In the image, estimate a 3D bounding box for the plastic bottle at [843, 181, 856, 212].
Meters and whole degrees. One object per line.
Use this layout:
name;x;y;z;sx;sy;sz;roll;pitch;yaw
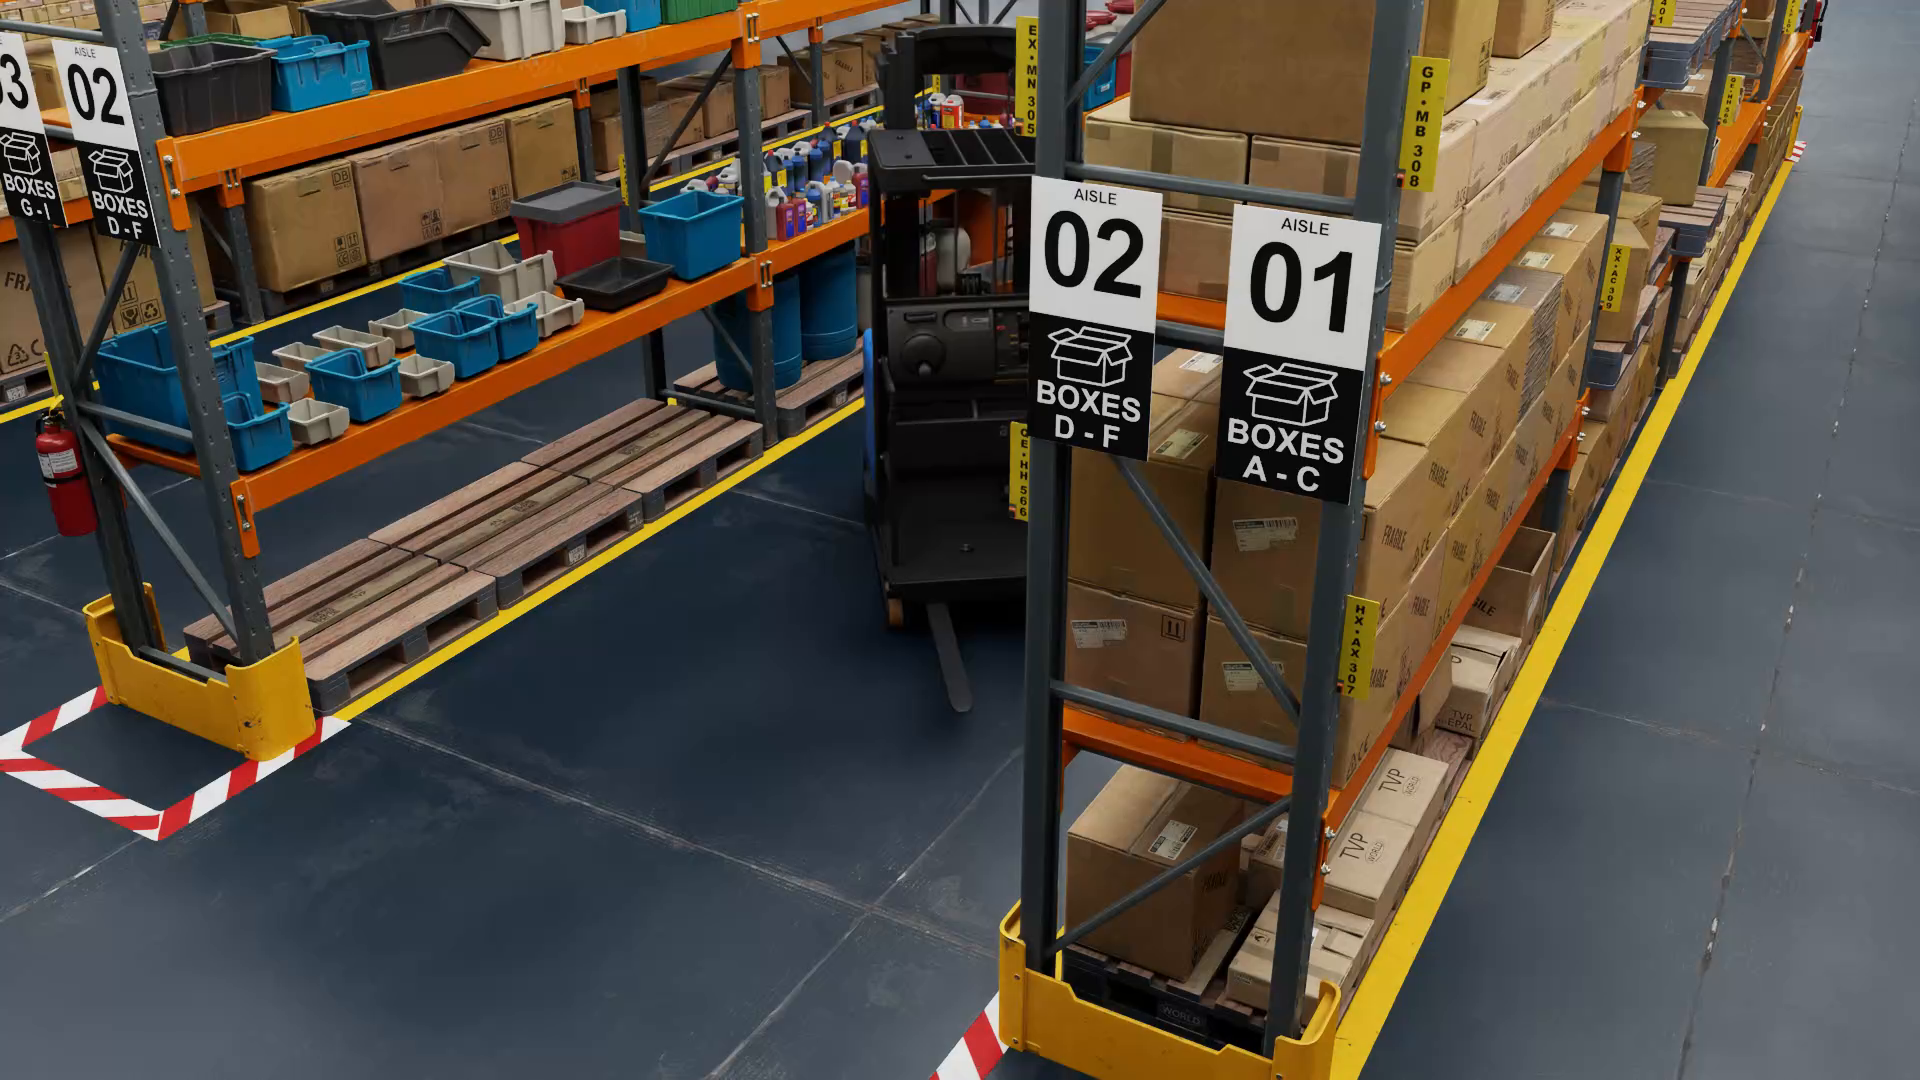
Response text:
plastic bottle;-0.753;-2.335;11.286;0.097;0.201;0.097;0;27;0

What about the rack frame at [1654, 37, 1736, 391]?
rack frame;4.609;-2.537;11.467;1.000;3.000;0.127;14;30;26

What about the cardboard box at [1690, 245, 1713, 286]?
cardboard box;5.373;-2.092;12.554;0.500;0.311;0.500;13;30;25

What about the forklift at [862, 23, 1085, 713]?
forklift;0.115;-1.008;8.490;1.130;2.935;3.031;-3;27;-7

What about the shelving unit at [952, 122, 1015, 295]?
shelving unit;0.274;-1.483;10.366;0.503;2.100;0.431;-20;33;-34

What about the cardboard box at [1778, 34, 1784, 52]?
cardboard box;7.800;-5.122;16.520;0.700;0.500;0.500;14;30;26

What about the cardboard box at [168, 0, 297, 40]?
cardboard box;-5.675;-3.905;12.967;0.797;0.503;0.637;13;30;25

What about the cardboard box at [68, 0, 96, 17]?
cardboard box;-8.762;-5.264;16.393;0.380;0.149;0.250;15;30;27

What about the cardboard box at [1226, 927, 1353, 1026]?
cardboard box;1.179;1.572;5.953;0.380;0.149;0.250;14;30;26

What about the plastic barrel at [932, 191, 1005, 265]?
plastic barrel;0.073;-2.652;13.652;0.600;0.830;0.708;14;30;26

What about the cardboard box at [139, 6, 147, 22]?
cardboard box;-8.501;-5.340;16.878;0.380;0.149;0.250;14;30;25

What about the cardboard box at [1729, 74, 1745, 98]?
cardboard box;6.373;-3.827;14.212;0.500;0.250;0.500;16;31;29

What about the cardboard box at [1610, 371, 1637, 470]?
cardboard box;3.846;-0.792;10.282;0.500;0.500;0.500;13;29;24

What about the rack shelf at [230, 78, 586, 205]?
rack shelf;-4.998;-3.618;14.431;1.077;0.370;4.000;14;30;26

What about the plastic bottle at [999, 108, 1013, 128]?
plastic bottle;0.357;-3.235;12.992;0.061;0.283;0.133;14;30;26

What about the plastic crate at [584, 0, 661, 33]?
plastic crate;-1.839;-2.911;9.051;0.416;0.233;0.300;14;30;26

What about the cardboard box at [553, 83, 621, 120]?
cardboard box;-3.710;-4.402;16.655;0.500;0.250;0.500;16;31;28

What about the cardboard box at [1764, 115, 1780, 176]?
cardboard box;7.317;-3.698;15.550;0.500;0.500;0.500;14;30;26

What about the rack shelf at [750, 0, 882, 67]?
rack shelf;-0.686;-3.869;11.581;1.077;0.370;4.000;14;30;26

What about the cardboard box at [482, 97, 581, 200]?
cardboard box;-4.371;-3.693;15.681;1.225;0.875;0.875;13;29;24

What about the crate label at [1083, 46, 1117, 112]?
crate label;1.023;-3.972;14.295;0.502;0.435;0.616;14;30;26

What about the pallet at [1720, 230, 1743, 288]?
pallet;6.248;-2.553;14.614;1.003;0.211;1.213;14;30;26

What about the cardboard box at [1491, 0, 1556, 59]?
cardboard box;1.712;-2.025;5.864;0.700;0.500;0.500;14;30;26

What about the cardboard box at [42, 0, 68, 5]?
cardboard box;-8.891;-5.296;16.126;0.380;0.149;0.250;15;30;28

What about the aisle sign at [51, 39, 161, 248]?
aisle sign;-3.414;-1.580;6.652;0.394;0.787;0.004;14;30;26

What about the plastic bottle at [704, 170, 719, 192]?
plastic bottle;-1.683;-2.343;11.210;0.061;0.283;0.133;14;30;26

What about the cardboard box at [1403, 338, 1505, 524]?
cardboard box;1.622;-0.425;6.019;0.500;0.500;0.500;15;30;27

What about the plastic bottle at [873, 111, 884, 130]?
plastic bottle;-0.643;-3.167;12.856;0.061;0.283;0.133;14;30;26

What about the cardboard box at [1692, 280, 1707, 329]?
cardboard box;5.369;-1.830;12.658;0.500;0.250;0.500;13;30;25

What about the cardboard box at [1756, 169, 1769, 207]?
cardboard box;7.319;-3.362;15.717;0.500;0.250;0.500;14;30;26

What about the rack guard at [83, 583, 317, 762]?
rack guard;-3.638;0.619;7.955;1.175;0.500;0.348;14;30;26

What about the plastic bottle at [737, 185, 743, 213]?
plastic bottle;-1.459;-2.328;11.272;0.097;0.201;0.097;0;27;0

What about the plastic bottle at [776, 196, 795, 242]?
plastic bottle;-1.118;-2.067;10.658;0.061;0.283;0.133;14;30;26

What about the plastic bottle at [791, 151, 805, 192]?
plastic bottle;-1.145;-2.608;11.754;0.097;0.271;0.097;0;27;0

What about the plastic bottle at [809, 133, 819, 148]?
plastic bottle;-1.075;-2.825;12.172;0.061;0.283;0.133;14;30;26

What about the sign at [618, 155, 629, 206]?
sign;-2.147;-2.316;10.716;0.100;0.325;0.005;14;30;26

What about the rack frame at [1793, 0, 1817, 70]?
rack frame;8.545;-5.654;17.695;1.000;3.000;0.127;14;30;26

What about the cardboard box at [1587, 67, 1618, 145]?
cardboard box;2.378;-1.811;6.834;0.500;0.250;0.500;14;30;26

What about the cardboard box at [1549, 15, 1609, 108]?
cardboard box;2.142;-1.838;6.329;0.500;0.250;0.500;14;30;26

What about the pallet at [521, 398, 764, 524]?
pallet;-1.997;-0.528;10.569;1.003;0.211;1.213;14;30;26

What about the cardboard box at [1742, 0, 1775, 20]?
cardboard box;6.790;-4.895;14.616;0.700;0.500;0.500;14;30;26

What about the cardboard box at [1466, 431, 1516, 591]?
cardboard box;1.867;-0.170;6.627;0.500;0.500;0.500;15;30;27

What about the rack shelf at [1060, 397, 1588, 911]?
rack shelf;1.657;0.123;6.956;1.077;0.370;4.000;14;30;26

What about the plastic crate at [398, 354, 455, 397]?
plastic crate;-2.665;-0.815;8.255;0.250;0.136;0.298;14;30;26

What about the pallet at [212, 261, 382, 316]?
pallet;-5.668;-2.231;13.971;1.003;0.211;1.213;14;30;26

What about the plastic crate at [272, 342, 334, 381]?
plastic crate;-3.238;-0.888;8.400;0.396;0.136;0.243;14;30;26

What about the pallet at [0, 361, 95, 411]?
pallet;-7.023;-1.157;11.826;1.003;0.211;1.213;14;30;26

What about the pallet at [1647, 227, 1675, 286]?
pallet;3.656;-1.692;9.993;1.003;0.211;1.213;14;30;26

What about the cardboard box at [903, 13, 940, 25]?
cardboard box;-0.400;-6.668;22.042;0.500;0.500;0.500;21;33;35

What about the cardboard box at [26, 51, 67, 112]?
cardboard box;-6.225;-3.130;11.648;0.500;0.500;0.500;15;30;27

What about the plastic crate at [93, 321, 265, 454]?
plastic crate;-3.635;-0.725;7.742;0.616;0.435;0.499;14;30;26

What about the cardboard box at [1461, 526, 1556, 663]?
cardboard box;2.608;0.228;8.245;0.500;0.500;0.500;14;30;26
